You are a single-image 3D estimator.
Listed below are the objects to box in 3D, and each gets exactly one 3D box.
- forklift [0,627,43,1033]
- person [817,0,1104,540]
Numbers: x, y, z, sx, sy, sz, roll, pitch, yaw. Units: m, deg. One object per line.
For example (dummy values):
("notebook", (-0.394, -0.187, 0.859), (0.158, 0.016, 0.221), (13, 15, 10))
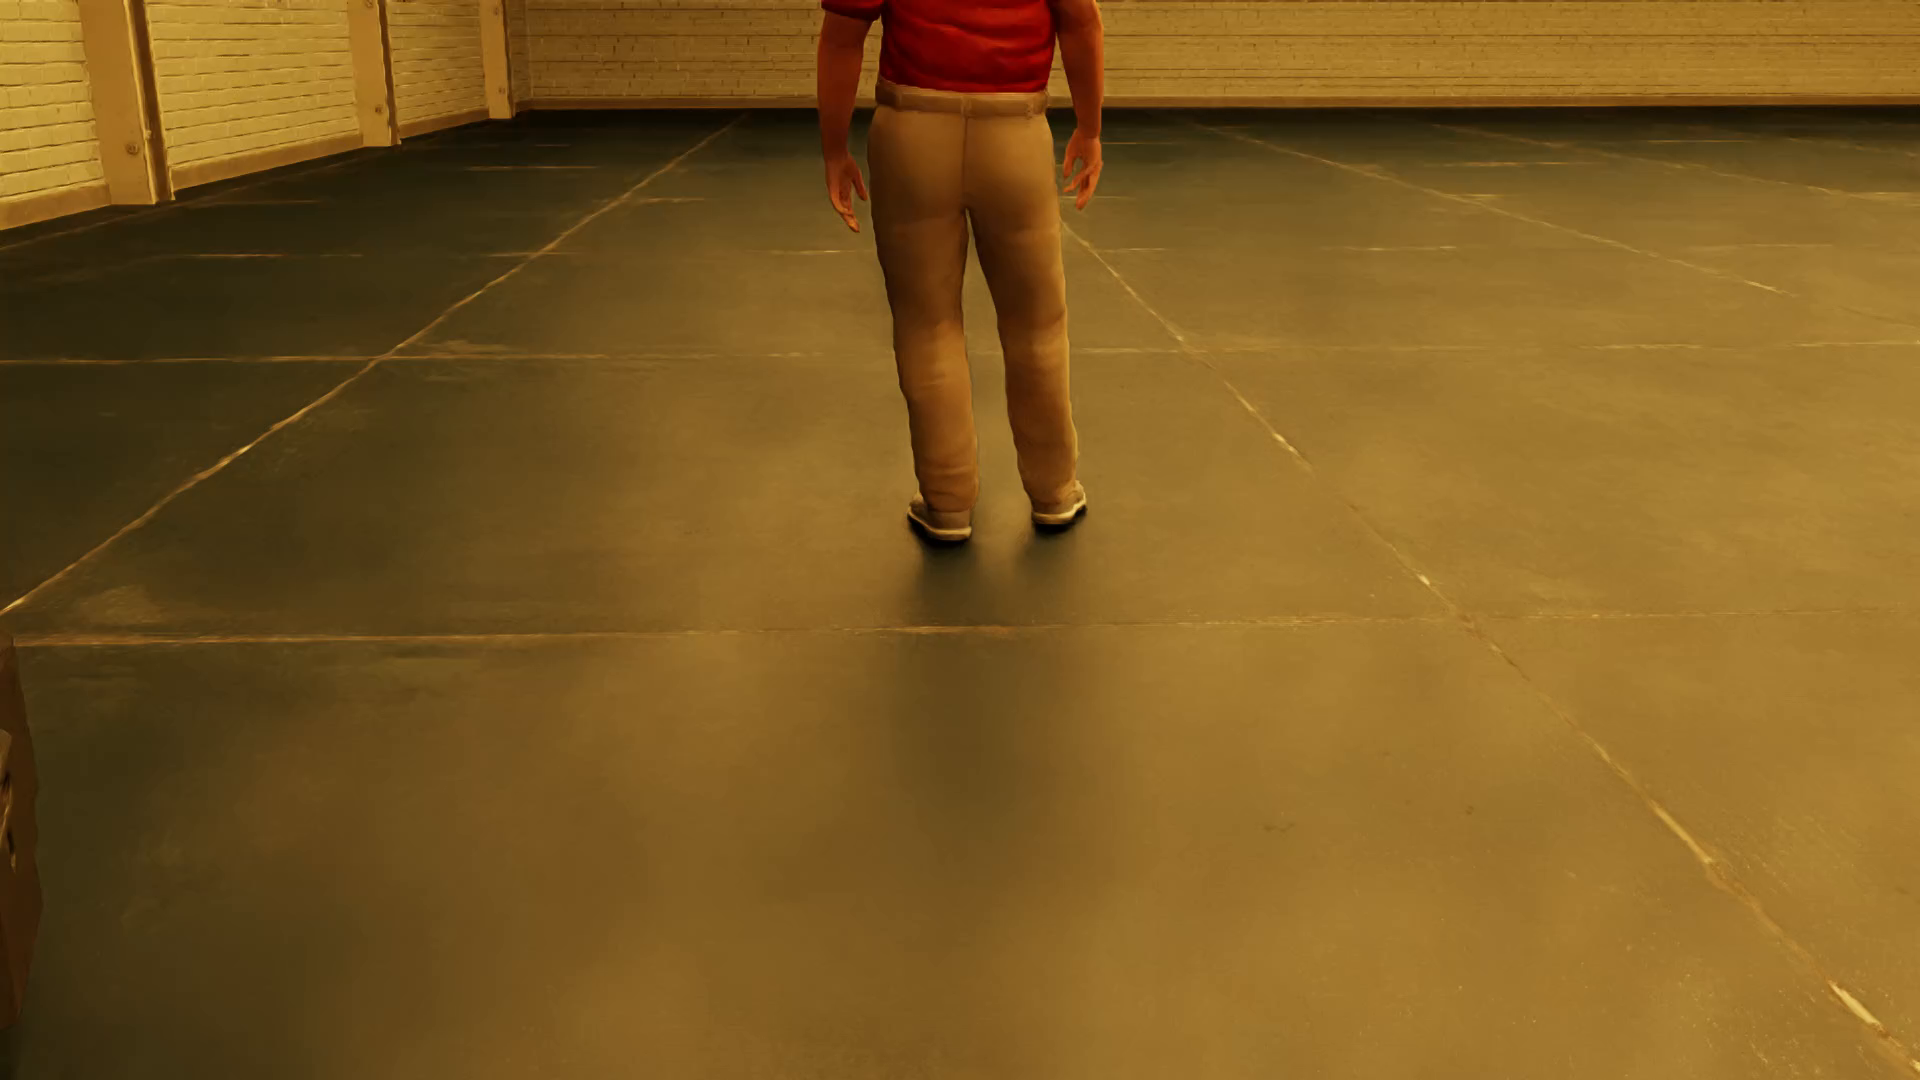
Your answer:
("forklift", (-1.299, -0.524, 0.620), (1.130, 2.935, 3.031), (-7, 18, -22))
("person", (0.007, -0.859, 3.750), (0.640, 1.723, 0.550), (-1, 17, -3))
